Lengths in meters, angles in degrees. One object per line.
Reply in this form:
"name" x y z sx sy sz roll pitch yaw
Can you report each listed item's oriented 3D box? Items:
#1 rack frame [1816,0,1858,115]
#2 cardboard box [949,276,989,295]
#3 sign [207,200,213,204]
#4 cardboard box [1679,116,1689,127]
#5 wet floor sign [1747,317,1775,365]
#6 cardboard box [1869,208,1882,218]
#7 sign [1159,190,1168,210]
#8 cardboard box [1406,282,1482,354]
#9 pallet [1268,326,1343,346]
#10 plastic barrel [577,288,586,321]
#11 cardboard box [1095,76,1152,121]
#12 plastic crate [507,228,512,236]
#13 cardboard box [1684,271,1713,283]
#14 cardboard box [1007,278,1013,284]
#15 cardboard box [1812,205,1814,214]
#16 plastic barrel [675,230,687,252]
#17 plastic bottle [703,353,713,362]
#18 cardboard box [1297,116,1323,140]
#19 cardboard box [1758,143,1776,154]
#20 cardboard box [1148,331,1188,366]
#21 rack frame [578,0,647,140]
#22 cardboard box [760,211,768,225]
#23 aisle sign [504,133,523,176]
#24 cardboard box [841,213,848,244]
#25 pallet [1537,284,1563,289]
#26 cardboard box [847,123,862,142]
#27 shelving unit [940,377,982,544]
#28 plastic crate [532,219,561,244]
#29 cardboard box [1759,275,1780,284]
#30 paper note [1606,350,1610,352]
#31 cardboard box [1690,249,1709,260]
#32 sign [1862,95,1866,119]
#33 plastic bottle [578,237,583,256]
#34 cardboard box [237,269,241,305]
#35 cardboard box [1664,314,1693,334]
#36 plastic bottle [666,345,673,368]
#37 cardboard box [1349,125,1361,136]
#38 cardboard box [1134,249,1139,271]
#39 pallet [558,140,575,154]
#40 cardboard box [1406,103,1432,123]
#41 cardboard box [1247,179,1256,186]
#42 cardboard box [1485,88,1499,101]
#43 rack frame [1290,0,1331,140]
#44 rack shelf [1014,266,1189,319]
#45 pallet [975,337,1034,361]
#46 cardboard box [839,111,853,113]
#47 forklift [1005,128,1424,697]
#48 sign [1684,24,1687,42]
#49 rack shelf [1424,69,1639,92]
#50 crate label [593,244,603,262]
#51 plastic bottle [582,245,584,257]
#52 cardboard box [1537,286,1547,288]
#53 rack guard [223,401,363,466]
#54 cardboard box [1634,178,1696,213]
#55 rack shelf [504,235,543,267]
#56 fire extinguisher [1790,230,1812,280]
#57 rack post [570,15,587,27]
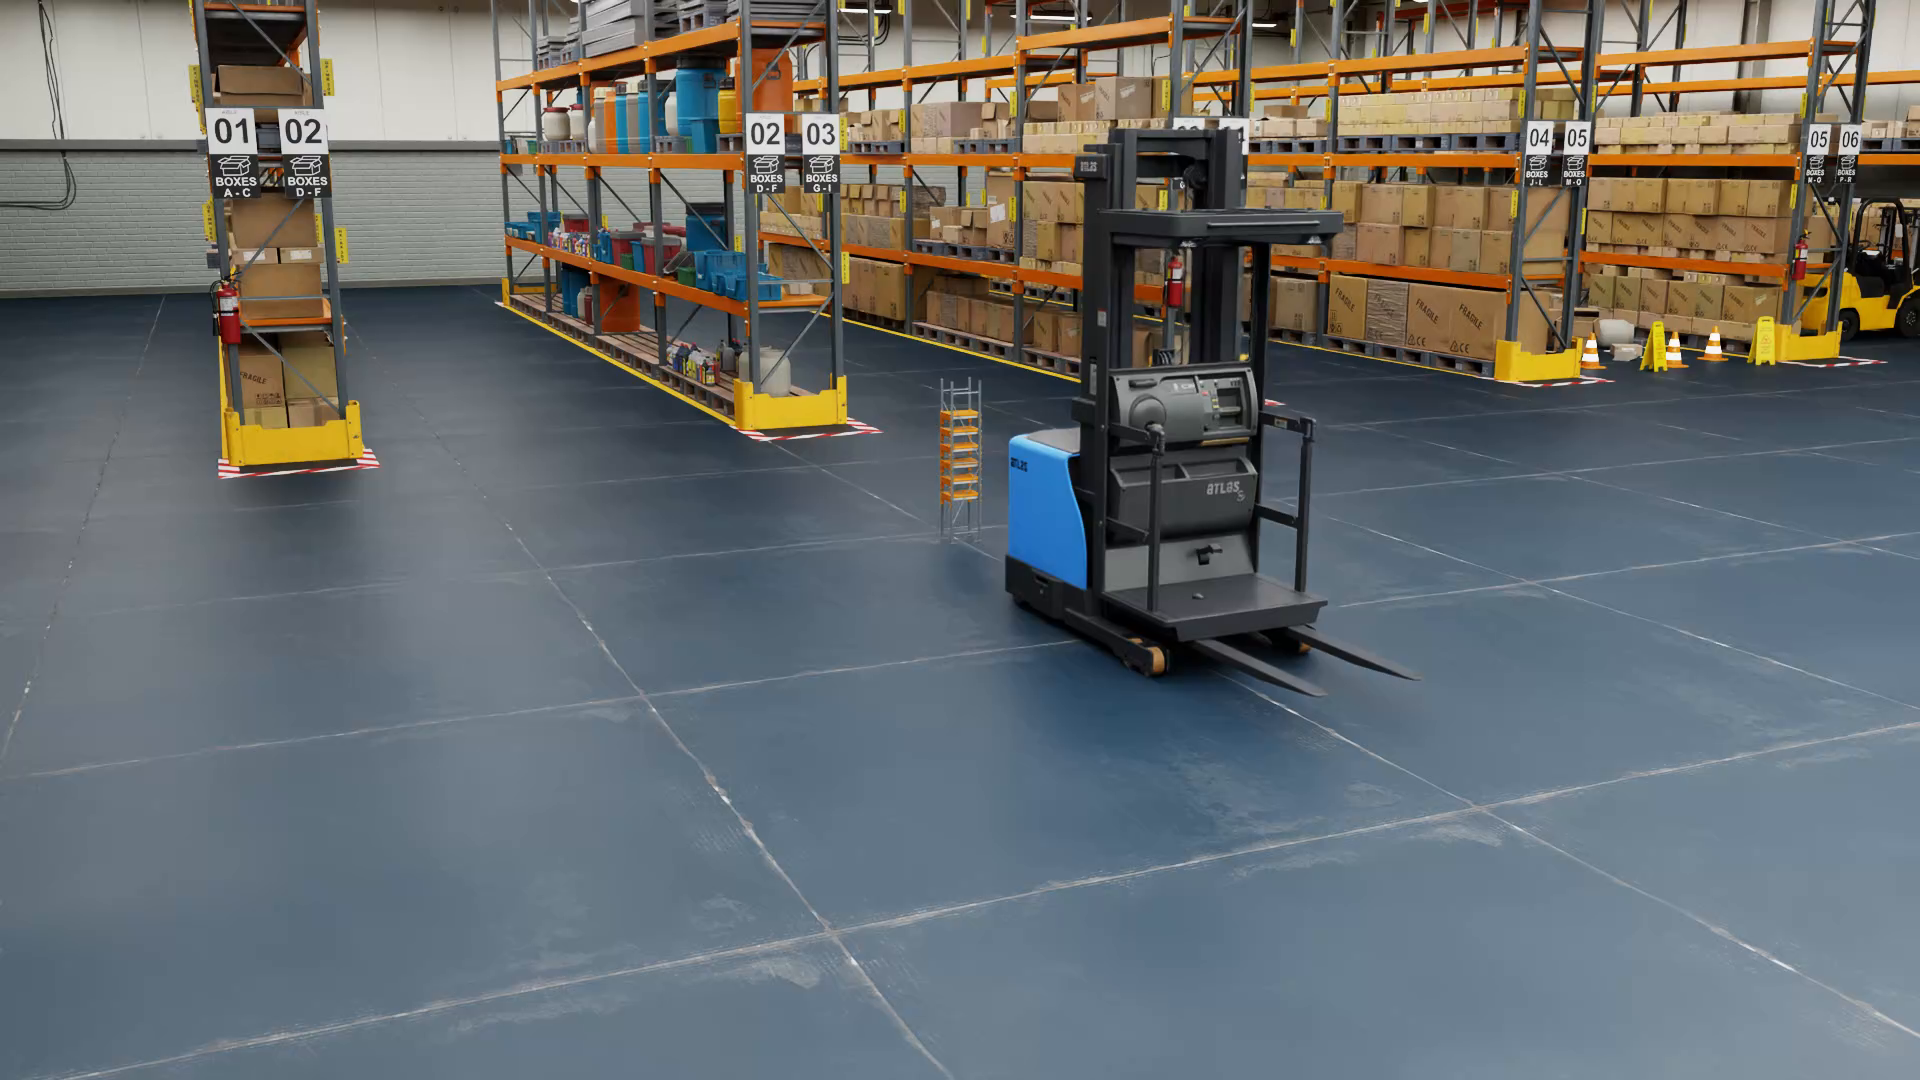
"rack frame" 14.845 -8.216 27.911 1.000 3.000 0.127 -6 14 -23
"cardboard box" 0.134 -3.893 25.442 0.500 0.250 0.500 -4 14 -17
"sign" -9.956 -4.356 22.145 0.100 0.325 0.005 -6 14 -23
"cardboard box" 10.824 -6.163 24.483 0.380 0.149 0.250 -5 14 -22
"wet floor sign" 10.997 -2.735 22.754 0.267 0.644 0.232 -1 13 -4
"cardboard box" 15.101 -5.351 27.179 0.380 0.149 0.250 -6 14 -24
"sign" 2.304 -3.794 18.844 0.100 0.325 0.005 -6 14 -23
"cardboard box" 6.719 -3.035 22.610 0.875 0.875 0.875 -6 14 -24
"pallet" 5.425 -3.170 25.598 1.003 0.211 1.213 -6 14 -23
"plastic barrel" -5.894 -3.762 26.557 0.421 0.512 0.421 0 13 0
"cardboard box" 1.968 -5.318 20.054 0.500 0.500 0.500 -6 14 -23
"plastic crate" -8.277 -5.727 30.914 0.250 0.136 0.298 -6 14 -23
"cardboard box" 10.931 -3.882 24.557 0.380 0.149 0.250 -5 14 -21
"cardboard box" 1.201 -5.374 34.326 0.380 0.149 0.250 -5 14 -22
"cardboard box" 14.505 -5.708 28.721 0.380 0.149 0.250 -5 14 -21
"plastic barrel" -3.502 -3.785 21.771 0.433 0.535 0.433 0 13 0
"plastic bottle" -3.005 -2.076 19.753 0.152 0.276 0.135 -6 14 -23
"cardboard box" 7.051 -8.401 33.987 0.500 0.500 0.500 -5 14 -22
"cardboard box" 11.372 -5.453 23.185 0.380 0.149 0.250 -6 14 -23
"cardboard box" 2.586 -2.240 20.007 0.500 0.500 0.500 -3 13 -13
"rack frame" -4.922 -7.251 23.740 1.000 3.000 0.127 -6 14 -23
"cardboard box" -3.644 -6.376 32.941 0.500 0.250 0.500 -6 14 -24
"aisle sign" -8.428 -7.235 31.213 0.394 0.787 0.004 -6 14 -23
"cardboard box" -1.829 -5.429 28.953 0.500 0.500 0.500 -6 14 -23
"pallet" 12.494 -5.170 34.241 1.003 0.211 1.213 -6 14 -23
"cardboard box" -1.629 -6.989 28.531 0.500 0.311 0.500 -6 14 -25
"shelving unit" 0.006 -0.582 12.222 0.258 1.200 0.189 -6 14 -23
"plastic crate" -7.024 -5.241 28.266 0.392 0.384 0.575 -6 14 -23
"cardboard box" 14.626 -4.447 29.269 0.875 0.625 0.625 -5 14 -20
"paper note" 9.495 -2.770 24.296 0.148 0.019 0.142 -1 13 -4
"cardboard box" 10.979 -4.211 24.469 0.380 0.149 0.250 -6 14 -24
"sign" 12.398 -5.954 22.851 0.100 0.325 0.005 -6 14 -23
"plastic bottle" -5.753 -4.464 25.290 0.097 0.271 0.097 0 13 0
"cardboard box" -7.056 -2.694 17.137 0.700 0.500 0.500 -5 14 -21
"cardboard box" 10.916 -3.241 24.886 0.500 0.250 0.500 -6 14 -25
"plastic bottle" -3.594 -2.281 20.649 0.097 0.271 0.097 0 13 0
"cardboard box" 5.743 -5.809 23.568 0.380 0.149 0.250 -6 14 -23
"cardboard box" 2.315 -3.525 20.065 0.875 0.500 0.500 -6 14 -23
"pallet" -5.664 -6.136 25.998 1.003 0.211 1.213 -6 14 -23
"cardboard box" 6.352 -5.723 22.314 0.500 0.250 0.500 -5 14 -22
"cardboard box" 6.244 -7.315 34.884 0.500 0.500 0.500 -5 14 -22
"cardboard box" 6.861 -5.621 20.987 0.380 0.149 0.250 -6 14 -23
"rack frame" 7.094 -9.419 33.112 1.000 3.000 0.127 -6 14 -23
"rack shelf" 2.020 -3.185 21.075 1.077 0.370 4.000 -6 14 -23
"pallet" 0.905 -2.751 23.788 1.003 0.211 1.213 -6 14 -23
"cardboard box" -2.355 -7.521 30.187 0.700 0.500 0.500 -7 15 -26
"forklift" 1.383 -0.791 9.285 1.130 2.935 3.031 -6 14 -25
"sign" 13.750 -9.625 31.578 0.100 0.325 0.005 -6 14 -23
"rack shelf" 9.497 -7.635 27.882 1.077 0.370 4.000 -6 14 -23
"crate label" -5.097 -4.125 23.913 0.303 0.233 0.416 -6 14 -23
"plastic bottle" -5.636 -4.369 25.037 0.097 0.201 0.097 0 13 0
"cardboard box" 9.515 -4.168 28.623 0.950 0.372 0.625 -5 14 -21
"rack guard" -6.248 -1.006 15.606 1.175 0.500 0.348 -6 14 -23
"cardboard box" 10.637 -5.200 25.088 0.700 0.500 0.500 -6 14 -24
"rack shelf" -7.326 -5.217 29.854 1.077 0.370 4.000 -6 14 -23
"fire extinguisher" 11.524 -3.915 22.803 0.296 0.674 0.183 -6 14 -23
"rack post" -5.324 -7.654 24.340 0.624 0.289 0.986 -6 14 -23
